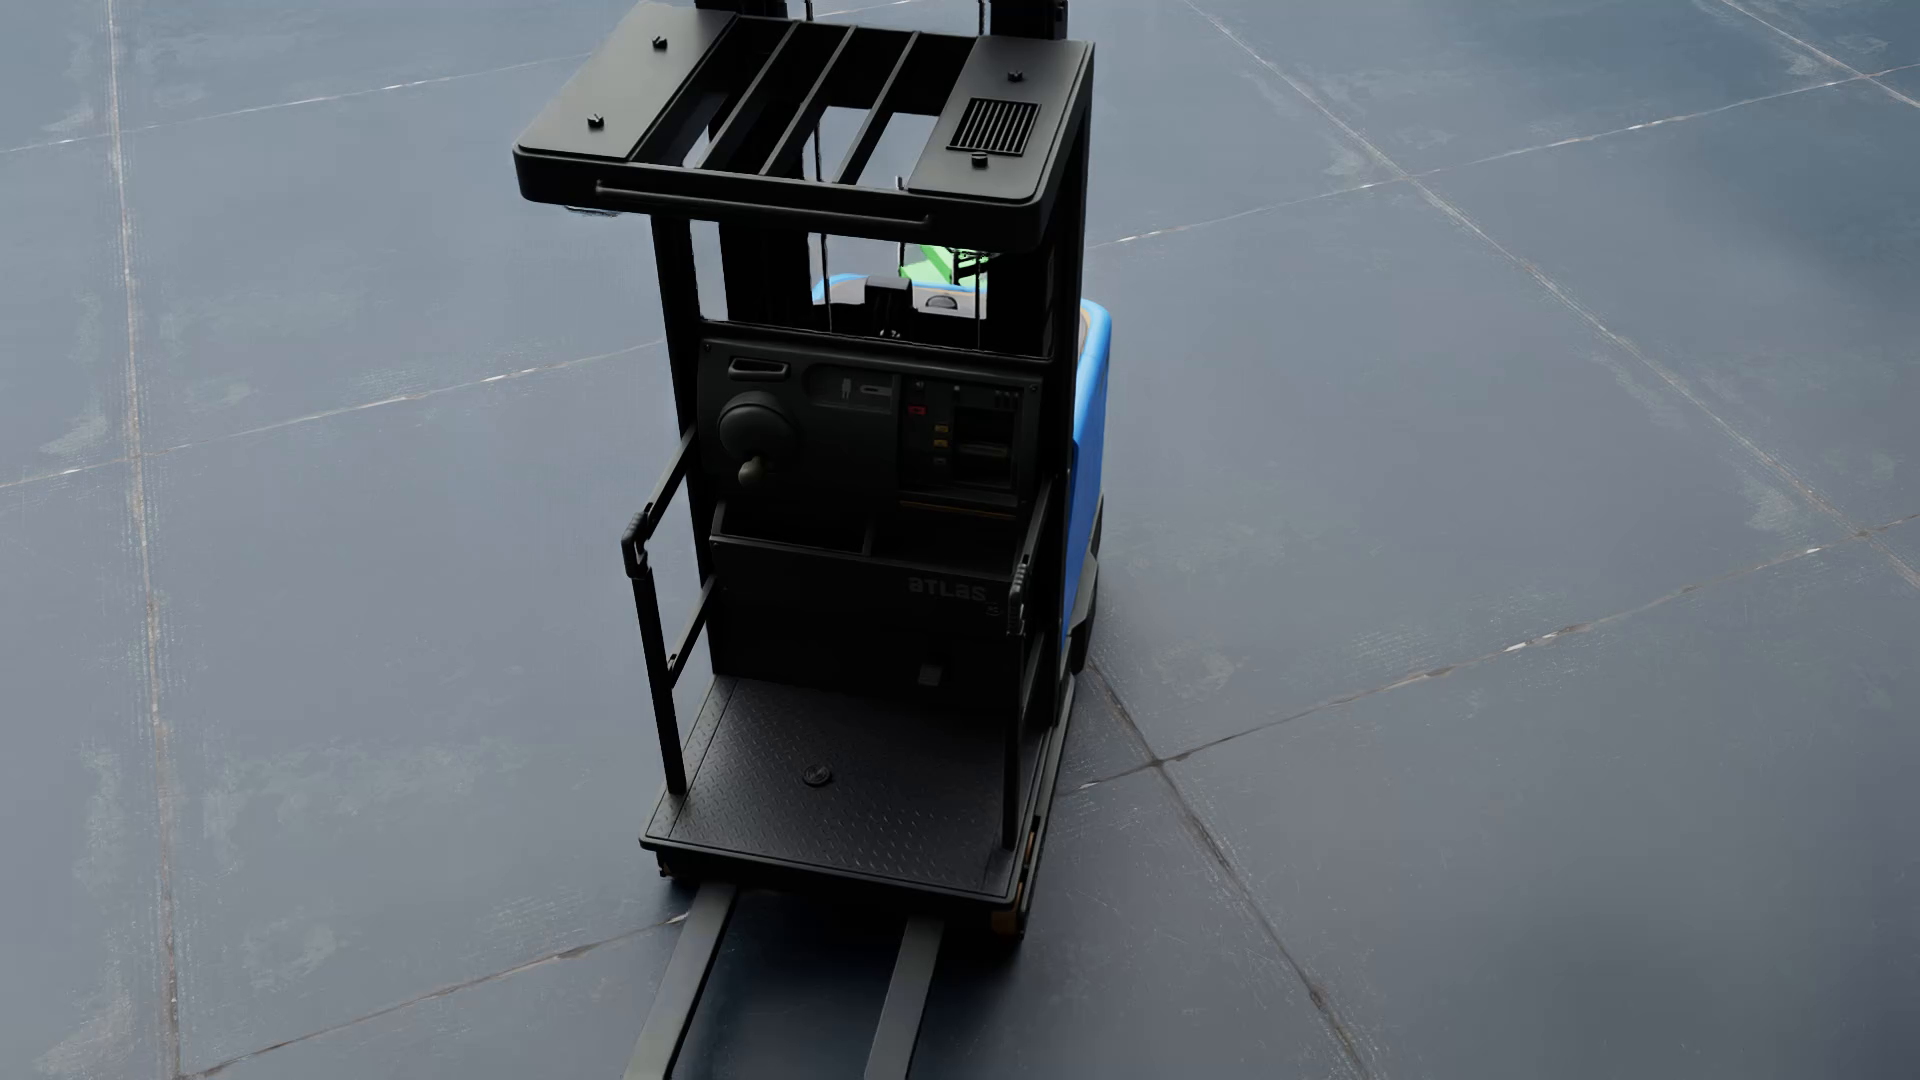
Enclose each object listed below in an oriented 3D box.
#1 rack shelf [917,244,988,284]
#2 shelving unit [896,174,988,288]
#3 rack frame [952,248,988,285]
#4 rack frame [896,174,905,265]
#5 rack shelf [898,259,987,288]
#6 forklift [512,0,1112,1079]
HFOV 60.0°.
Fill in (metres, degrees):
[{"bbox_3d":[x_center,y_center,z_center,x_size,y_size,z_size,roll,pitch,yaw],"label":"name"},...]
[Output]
[{"bbox_3d":[-0.015,-1.044,5.905,0.258,0.148,0.480,-16,43,-18],"label":"rack shelf"},{"bbox_3d":[-0.015,-0.728,6.177,0.258,1.200,0.503,-16,43,-18],"label":"shelving unit"},{"bbox_3d":[0.085,-0.583,6.008,0.240,1.200,0.015,-16,43,-18],"label":"rack frame"},{"bbox_3d":[-0.115,-0.873,6.345,0.240,1.200,0.015,-16,43,-18],"label":"rack frame"},{"bbox_3d":[-0.015,-0.862,6.062,0.258,0.148,0.480,-16,43,-18],"label":"rack shelf"},{"bbox_3d":[-0.289,-0.220,4.258,1.130,2.935,3.031,8,41,9],"label":"forklift"}]
